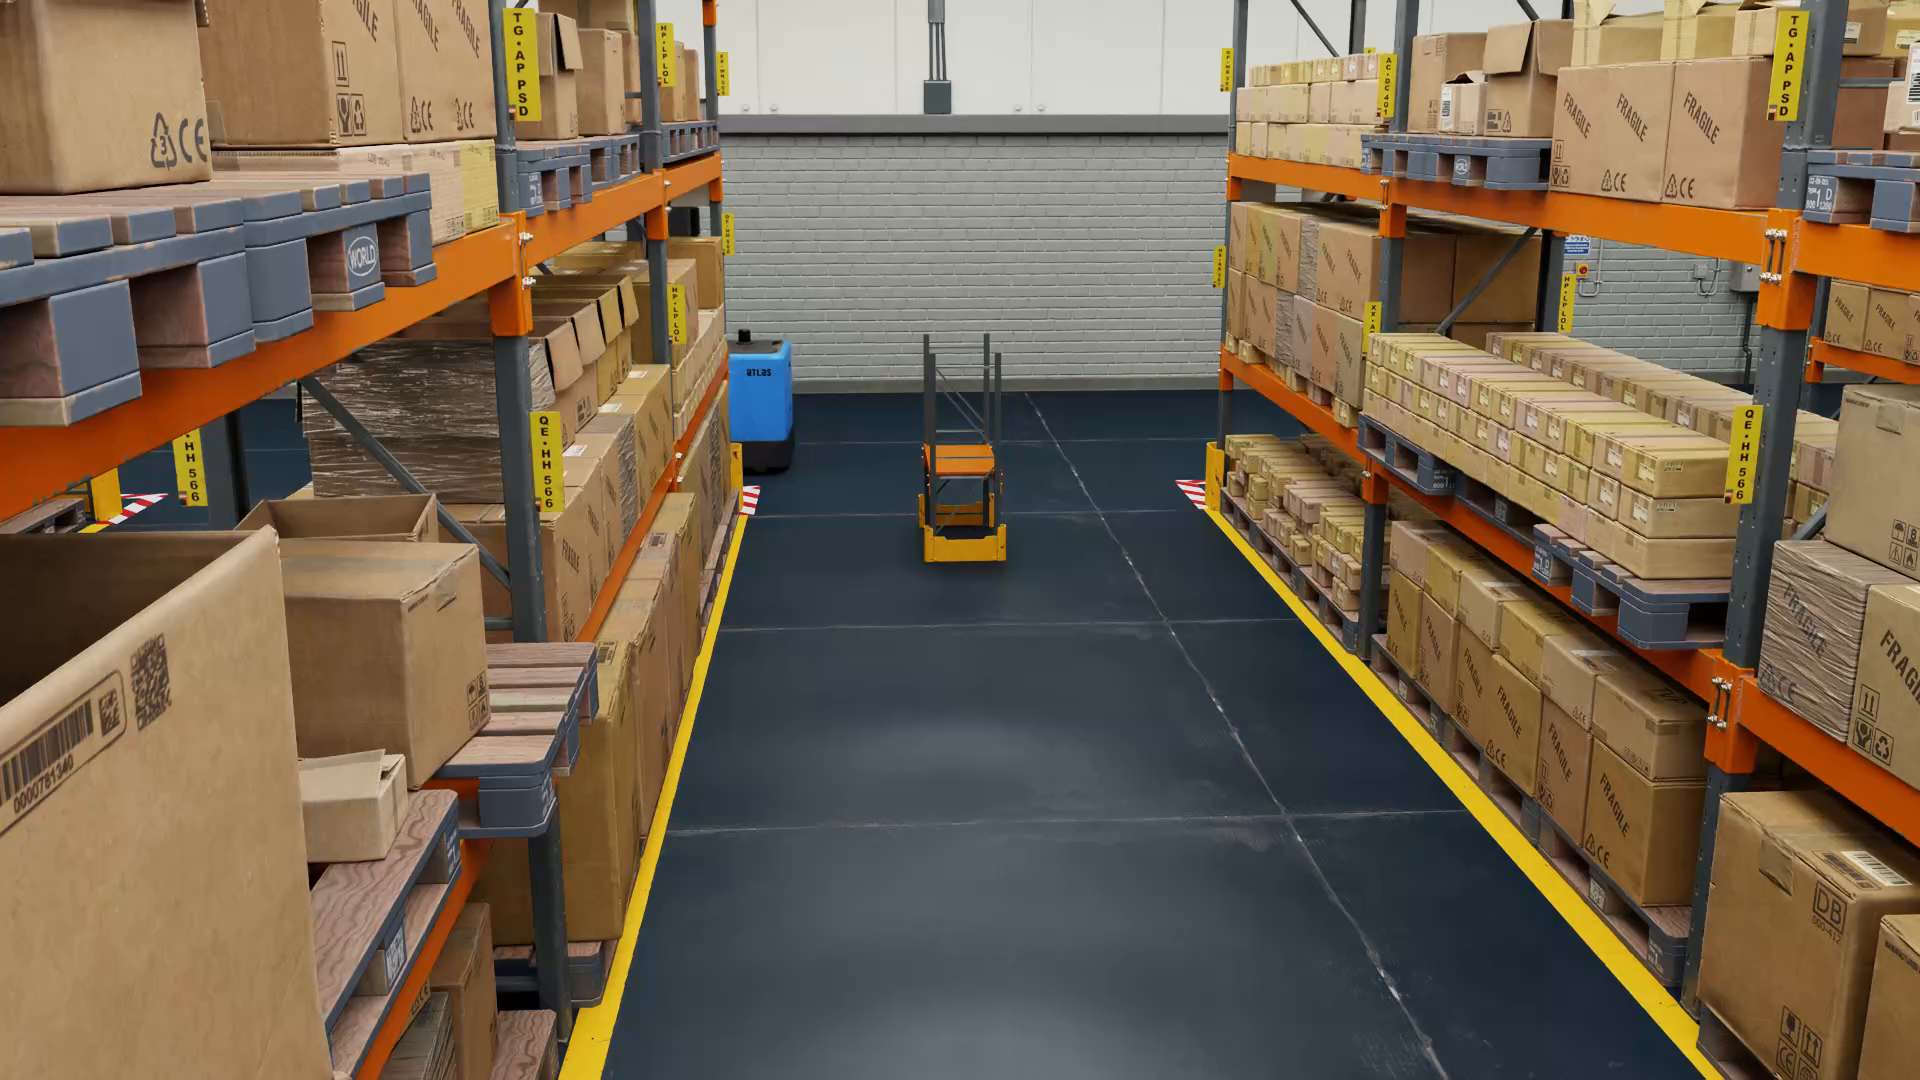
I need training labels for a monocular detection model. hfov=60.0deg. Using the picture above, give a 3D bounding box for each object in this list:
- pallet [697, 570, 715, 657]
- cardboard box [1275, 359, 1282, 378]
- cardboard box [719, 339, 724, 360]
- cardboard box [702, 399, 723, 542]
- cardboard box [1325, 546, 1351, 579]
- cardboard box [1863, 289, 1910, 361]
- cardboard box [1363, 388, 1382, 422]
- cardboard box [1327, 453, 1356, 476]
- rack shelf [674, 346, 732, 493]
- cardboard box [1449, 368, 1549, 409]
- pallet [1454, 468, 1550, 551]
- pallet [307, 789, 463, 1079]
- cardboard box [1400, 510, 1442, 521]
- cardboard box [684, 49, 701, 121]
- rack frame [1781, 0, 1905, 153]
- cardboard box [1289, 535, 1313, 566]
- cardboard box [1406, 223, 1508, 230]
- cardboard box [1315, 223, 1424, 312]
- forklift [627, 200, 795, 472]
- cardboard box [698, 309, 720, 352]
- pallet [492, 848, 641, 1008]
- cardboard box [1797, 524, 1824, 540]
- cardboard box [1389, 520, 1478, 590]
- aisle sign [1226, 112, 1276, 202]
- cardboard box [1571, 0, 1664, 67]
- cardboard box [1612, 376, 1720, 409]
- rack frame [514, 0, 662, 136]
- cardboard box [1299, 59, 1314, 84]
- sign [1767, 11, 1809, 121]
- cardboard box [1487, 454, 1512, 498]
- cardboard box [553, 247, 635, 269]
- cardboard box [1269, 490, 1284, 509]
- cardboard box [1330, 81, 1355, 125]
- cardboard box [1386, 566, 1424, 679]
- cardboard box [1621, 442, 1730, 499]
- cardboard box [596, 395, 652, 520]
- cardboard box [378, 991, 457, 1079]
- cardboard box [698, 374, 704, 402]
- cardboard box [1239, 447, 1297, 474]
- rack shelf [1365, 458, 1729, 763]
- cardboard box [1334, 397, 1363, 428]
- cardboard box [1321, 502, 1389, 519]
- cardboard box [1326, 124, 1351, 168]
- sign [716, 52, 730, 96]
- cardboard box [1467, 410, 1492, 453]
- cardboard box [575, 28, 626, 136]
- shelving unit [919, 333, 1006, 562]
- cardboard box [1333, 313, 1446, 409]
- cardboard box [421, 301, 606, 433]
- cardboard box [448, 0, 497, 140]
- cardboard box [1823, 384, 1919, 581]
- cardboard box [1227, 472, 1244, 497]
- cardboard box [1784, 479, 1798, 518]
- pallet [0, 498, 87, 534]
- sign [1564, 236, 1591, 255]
[{"bbox_3d":[-2.076,0.451,10.350,1.003,0.211,1.213,-1,14,-3],"label":"pallet"},{"bbox_3d":[2.448,-1.226,11.775,0.380,0.149,0.250,-1,14,-5],"label":"cardboard box"},{"bbox_3d":[-1.986,-1.434,12.585,0.380,0.149,0.250,-1,14,-3],"label":"cardboard box"},{"bbox_3d":[-2.179,-0.494,11.848,0.875,0.875,0.875,-1,14,-3],"label":"cardboard box"},{"bbox_3d":[2.484,0.132,10.275,0.380,0.149,0.250,-2,15,-6],"label":"cardboard box"},{"bbox_3d":[7.339,-1.656,12.743,0.500,0.500,0.500,-1,14,-4],"label":"cardboard box"},{"bbox_3d":[2.415,-0.737,9.033,0.380,0.149,0.250,-2,15,-6],"label":"cardboard box"},{"bbox_3d":[2.942,-0.547,12.318,0.380,0.149,0.250,-1,15,-6],"label":"cardboard box"},{"bbox_3d":[-2.230,-0.858,11.286,1.077,0.370,4.000,-1,14,-3],"label":"rack shelf"},{"bbox_3d":[2.497,-0.704,7.709,0.380,0.149,0.250,0,14,-1],"label":"cardboard box"},{"bbox_3d":[2.934,-0.165,7.531,1.003,0.211,1.213,-1,14,-3],"label":"pallet"},{"bbox_3d":[-1.695,0.870,3.509,1.003,0.211,1.213,-1,14,-3],"label":"pallet"},{"bbox_3d":[3.013,-0.092,10.548,0.380,0.149,0.250,-1,14,-4],"label":"cardboard box"},{"bbox_3d":[-2.269,-3.328,12.179,0.700,0.500,0.500,-2,15,-7],"label":"cardboard box"},{"bbox_3d":[3.098,-2.671,4.849,1.000,3.000,0.127,-1,14,-3],"label":"rack frame"},{"bbox_3d":[2.422,0.067,11.125,0.380,0.149,0.250,-1,14,-4],"label":"cardboard box"},{"bbox_3d":[3.018,-1.682,10.239,0.500,0.500,0.500,-1,14,-5],"label":"cardboard box"},{"bbox_3d":[2.514,-1.679,10.226,0.500,0.500,0.500,-1,14,-5],"label":"cardboard box"},{"bbox_3d":[-3.055,-2.111,14.848,3.031,2.935,1.130,0,14,-2],"label":"forklift"},{"bbox_3d":[-2.029,-1.533,12.168,0.500,0.250,0.500,-1,14,-4],"label":"cardboard box"},{"bbox_3d":[-1.832,1.439,6.510,1.003,0.211,1.213,-1,14,-3],"label":"pallet"},{"bbox_3d":[3.272,0.038,6.020,0.380,0.149,0.250,-1,14,-4],"label":"cardboard box"},{"bbox_3d":[2.632,0.071,8.898,0.500,0.250,0.500,-2,15,-6],"label":"cardboard box"},{"bbox_3d":[2.298,-3.028,13.058,0.394,0.787,0.004,-1,14,-3],"label":"aisle sign"},{"bbox_3d":[2.713,-2.054,6.732,0.396,0.266,0.258,-1,14,-3],"label":"cardboard box"},{"bbox_3d":[3.168,-0.642,7.471,0.380,0.149,0.250,-1,14,-4],"label":"cardboard box"},{"bbox_3d":[-2.107,-3.615,8.515,1.000,3.000,0.127,-1,14,-3],"label":"rack frame"},{"bbox_3d":[2.416,-3.033,10.774,0.380,0.149,0.250,-1,14,-4],"label":"cardboard box"},{"bbox_3d":[2.556,-1.461,5.127,0.100,0.325,0.005,-1,14,-3],"label":"sign"},{"bbox_3d":[2.534,-0.282,7.265,0.380,0.149,0.250,0,14,-2],"label":"cardboard box"},{"bbox_3d":[-2.525,-1.762,11.553,0.500,0.500,0.500,-1,14,-5],"label":"cardboard box"},{"bbox_3d":[2.461,-0.329,12.068,0.380,0.149,0.250,-2,15,-6],"label":"cardboard box"},{"bbox_3d":[2.547,-2.623,9.980,0.500,0.250,0.500,-1,15,-6],"label":"cardboard box"},{"bbox_3d":[2.631,0.434,8.992,0.500,0.500,0.500,0,14,-1],"label":"cardboard box"},{"bbox_3d":[2.610,-0.250,5.947,0.380,0.149,0.250,-1,15,-6],"label":"cardboard box"},{"bbox_3d":[-1.742,-0.392,7.831,0.500,0.500,0.500,-1,14,-4],"label":"cardboard box"},{"bbox_3d":[-1.750,1.587,4.471,0.700,0.500,0.500,-2,15,-8],"label":"cardboard box"},{"bbox_3d":[-1.874,-0.989,10.853,0.380,0.149,0.250,-1,14,-3],"label":"cardboard box"},{"bbox_3d":[2.321,-0.599,12.521,0.380,0.149,0.250,-1,14,-4],"label":"cardboard box"},{"bbox_3d":[2.974,0.085,7.619,1.077,0.370,4.000,-1,14,-3],"label":"rack shelf"},{"bbox_3d":[2.474,-0.769,9.998,0.380,0.149,0.250,-1,14,-5],"label":"cardboard box"},{"bbox_3d":[2.552,-0.146,10.760,0.380,0.149,0.250,0,14,-2],"label":"cardboard box"},{"bbox_3d":[2.531,-2.383,10.049,0.500,0.250,0.500,-1,14,-4],"label":"cardboard box"},{"bbox_3d":[-1.812,-3.552,12.674,0.100,0.325,0.005,-1,14,-3],"label":"sign"},{"bbox_3d":[2.514,-0.492,7.485,0.380,0.149,0.250,-1,14,-5],"label":"cardboard box"},{"bbox_3d":[-2.061,-2.270,8.264,0.700,0.500,0.500,-1,14,-2],"label":"cardboard box"},{"bbox_3d":[0.005,-0.707,12.266,0.587,1.500,1.083,-1,14,-3],"label":"shelving unit"},{"bbox_3d":[2.538,-1.069,9.864,0.500,0.500,0.500,-1,14,-3],"label":"cardboard box"},{"bbox_3d":[-1.974,-0.759,7.244,0.797,0.503,0.637,0,14,-2],"label":"cardboard box"},{"bbox_3d":[-1.580,-1.343,4.502,0.500,0.500,0.500,-1,14,-2],"label":"cardboard box"},{"bbox_3d":[3.116,-0.187,5.025,0.700,0.500,0.500,-1,14,-4],"label":"cardboard box"},{"bbox_3d":[2.315,-0.443,13.106,0.380,0.149,0.250,-1,14,-2],"label":"cardboard box"},{"bbox_3d":[3.250,-0.182,6.280,0.380,0.149,0.250,0,14,-1],"label":"cardboard box"},{"bbox_3d":[-7.285,-0.071,12.380,1.003,0.211,1.213,-1,14,-3],"label":"pallet"},{"bbox_3d":[7.112,-3.404,19.195,0.327,0.218,0.001,-1,14,-3],"label":"sign"}]
